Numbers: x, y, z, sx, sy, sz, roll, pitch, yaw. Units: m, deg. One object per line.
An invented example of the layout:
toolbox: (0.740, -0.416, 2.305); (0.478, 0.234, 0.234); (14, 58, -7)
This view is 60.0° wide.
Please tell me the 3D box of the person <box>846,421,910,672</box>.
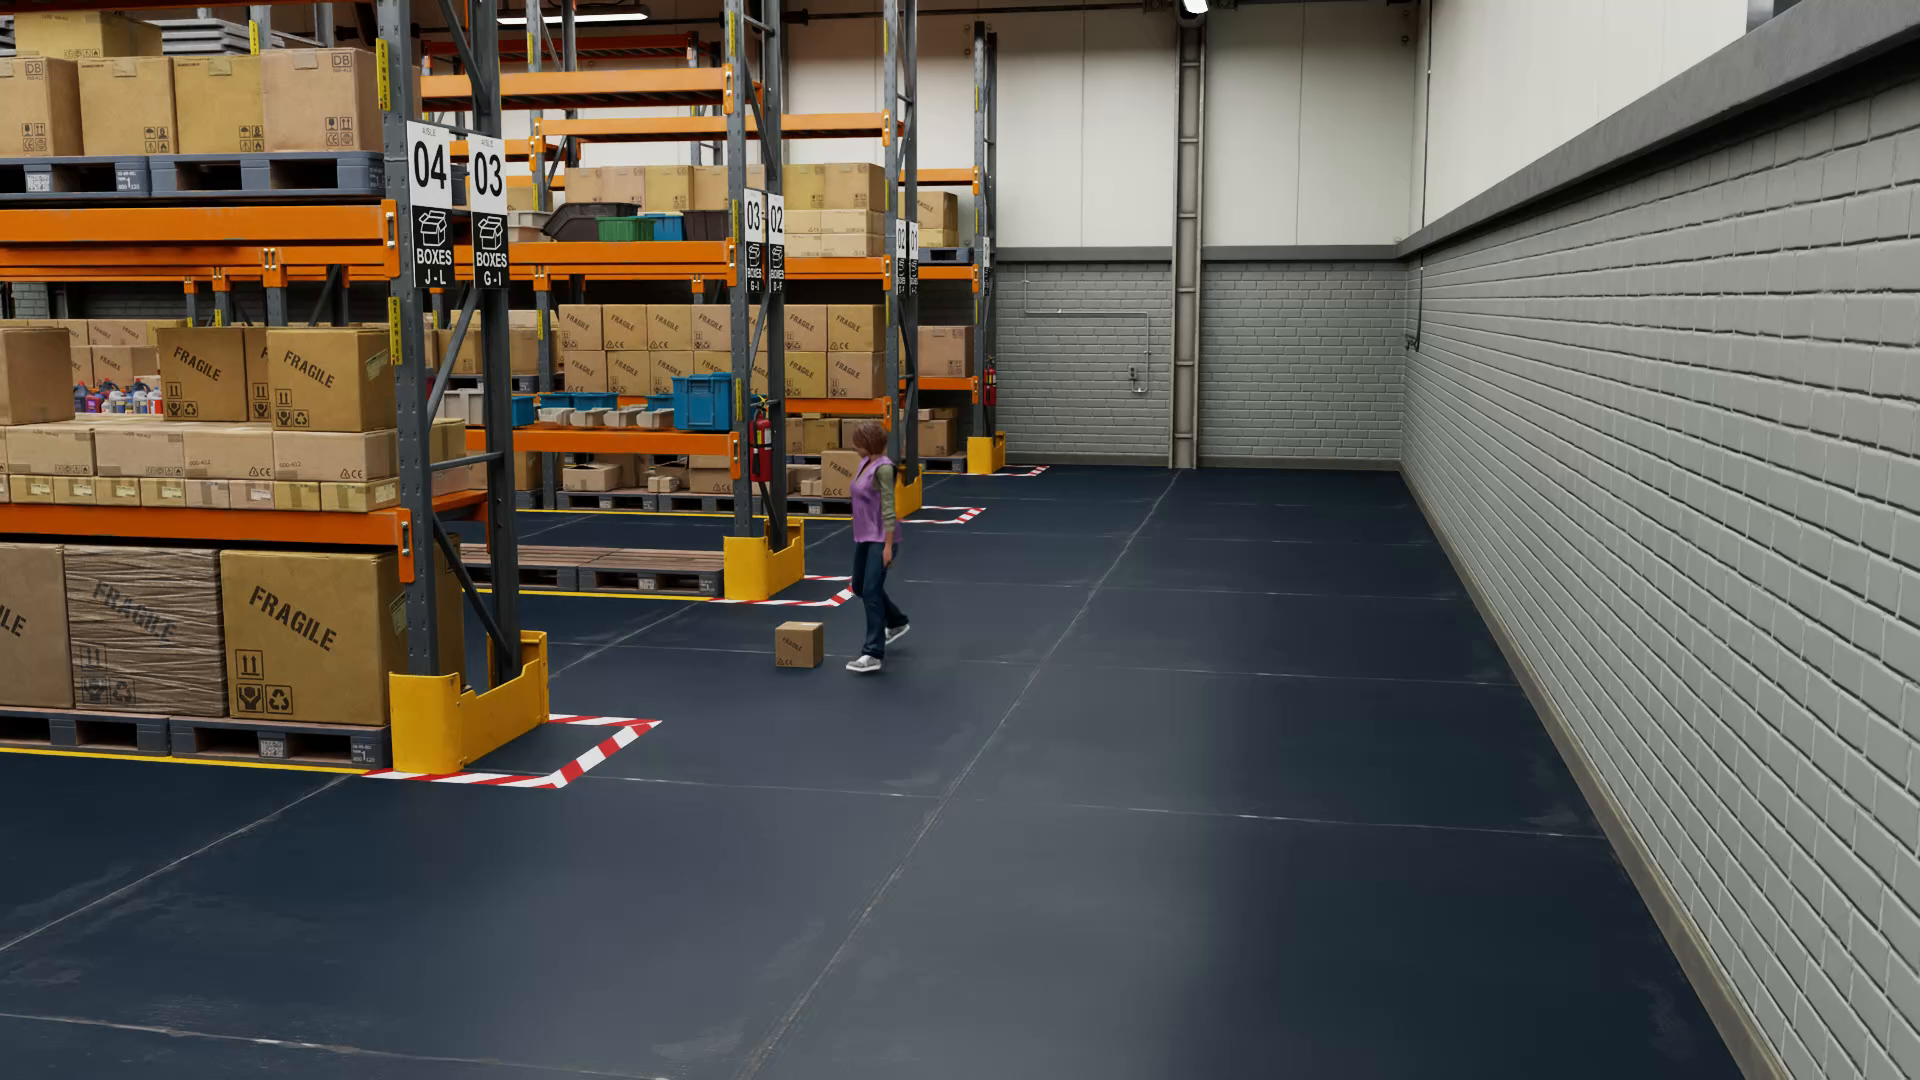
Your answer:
person: (-0.538, 0.013, 10.764); (0.632, 1.569, 0.622); (-4, 9, -23)
